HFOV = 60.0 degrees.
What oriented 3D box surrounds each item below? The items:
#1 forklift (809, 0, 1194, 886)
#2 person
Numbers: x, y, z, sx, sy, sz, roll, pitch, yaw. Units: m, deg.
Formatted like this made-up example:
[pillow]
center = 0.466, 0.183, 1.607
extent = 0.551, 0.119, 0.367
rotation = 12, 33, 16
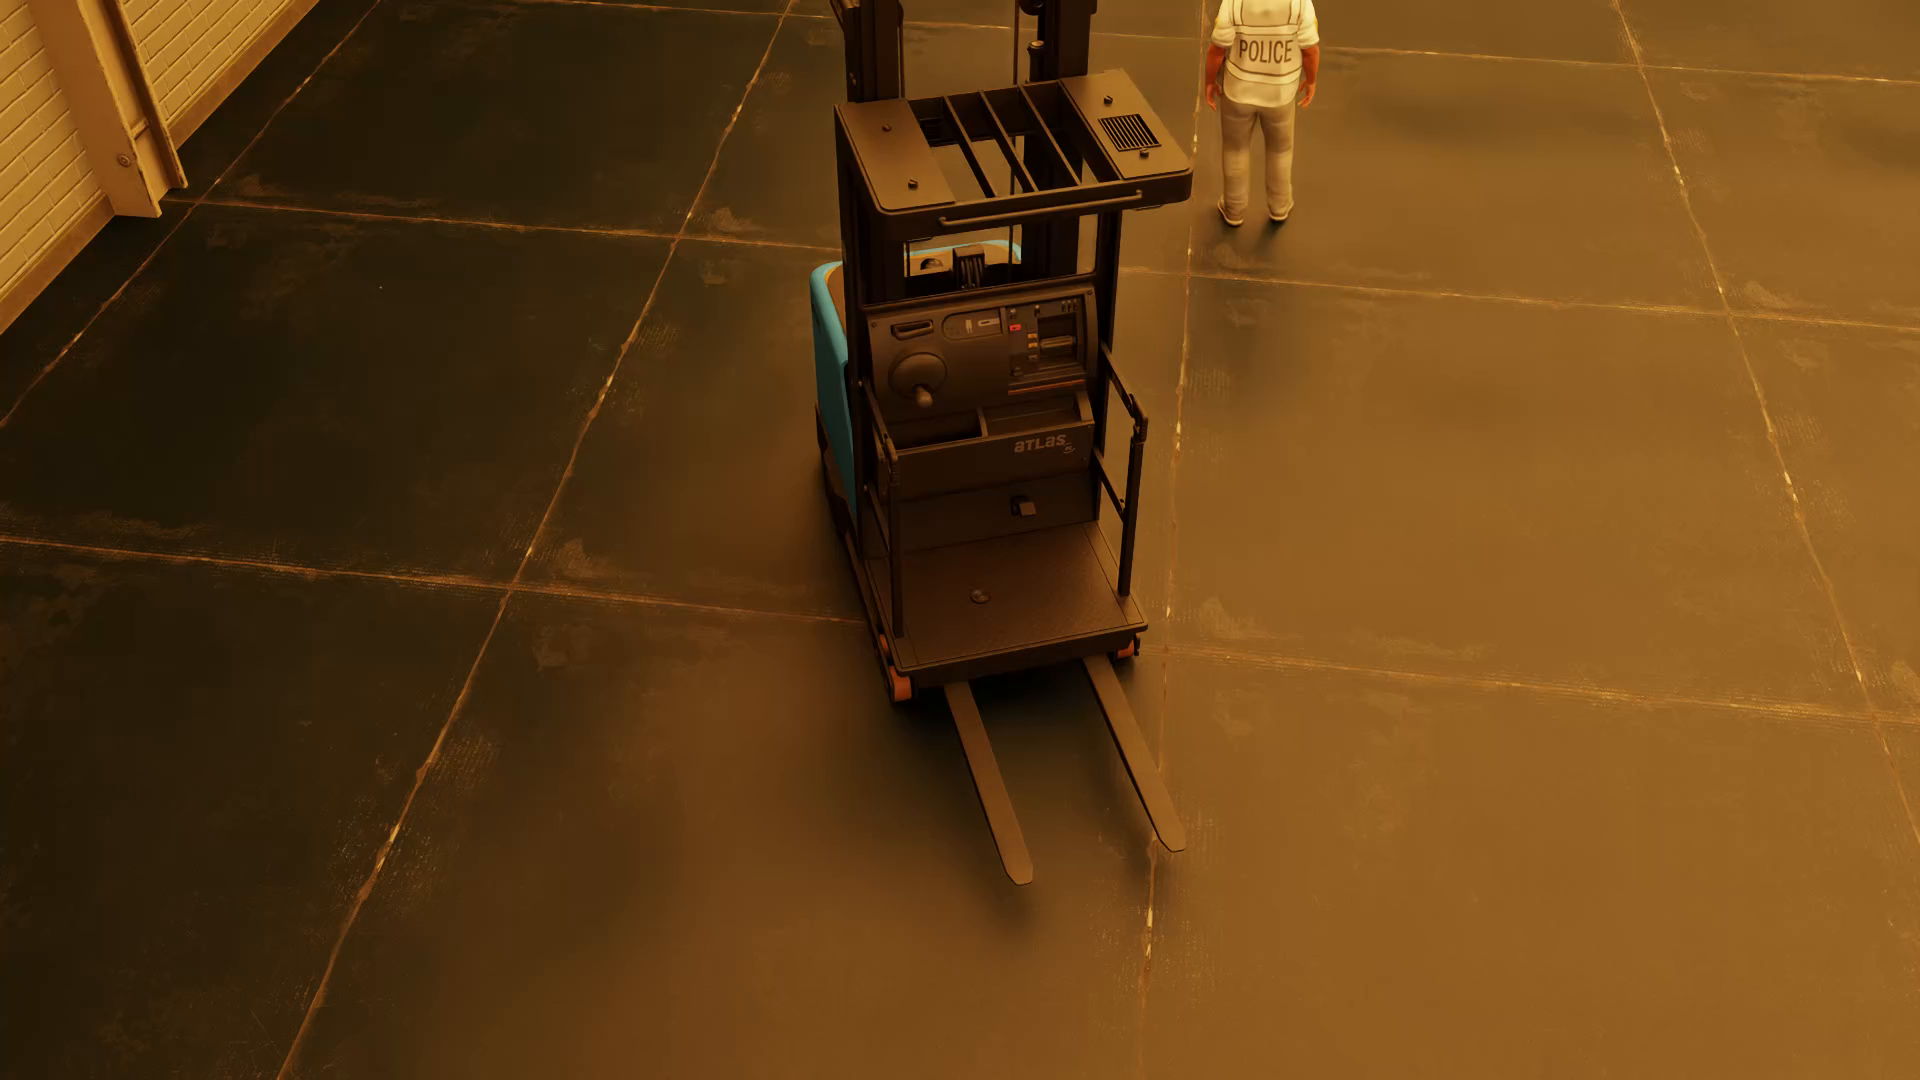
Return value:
[forklift]
center = 0.153, -0.681, 6.465
extent = 1.130, 2.935, 3.031
rotation = -10, 44, -11
[person]
center = 1.694, -2.600, 9.399
extent = 0.628, 1.787, 0.557
rotation = 5, 43, 6
